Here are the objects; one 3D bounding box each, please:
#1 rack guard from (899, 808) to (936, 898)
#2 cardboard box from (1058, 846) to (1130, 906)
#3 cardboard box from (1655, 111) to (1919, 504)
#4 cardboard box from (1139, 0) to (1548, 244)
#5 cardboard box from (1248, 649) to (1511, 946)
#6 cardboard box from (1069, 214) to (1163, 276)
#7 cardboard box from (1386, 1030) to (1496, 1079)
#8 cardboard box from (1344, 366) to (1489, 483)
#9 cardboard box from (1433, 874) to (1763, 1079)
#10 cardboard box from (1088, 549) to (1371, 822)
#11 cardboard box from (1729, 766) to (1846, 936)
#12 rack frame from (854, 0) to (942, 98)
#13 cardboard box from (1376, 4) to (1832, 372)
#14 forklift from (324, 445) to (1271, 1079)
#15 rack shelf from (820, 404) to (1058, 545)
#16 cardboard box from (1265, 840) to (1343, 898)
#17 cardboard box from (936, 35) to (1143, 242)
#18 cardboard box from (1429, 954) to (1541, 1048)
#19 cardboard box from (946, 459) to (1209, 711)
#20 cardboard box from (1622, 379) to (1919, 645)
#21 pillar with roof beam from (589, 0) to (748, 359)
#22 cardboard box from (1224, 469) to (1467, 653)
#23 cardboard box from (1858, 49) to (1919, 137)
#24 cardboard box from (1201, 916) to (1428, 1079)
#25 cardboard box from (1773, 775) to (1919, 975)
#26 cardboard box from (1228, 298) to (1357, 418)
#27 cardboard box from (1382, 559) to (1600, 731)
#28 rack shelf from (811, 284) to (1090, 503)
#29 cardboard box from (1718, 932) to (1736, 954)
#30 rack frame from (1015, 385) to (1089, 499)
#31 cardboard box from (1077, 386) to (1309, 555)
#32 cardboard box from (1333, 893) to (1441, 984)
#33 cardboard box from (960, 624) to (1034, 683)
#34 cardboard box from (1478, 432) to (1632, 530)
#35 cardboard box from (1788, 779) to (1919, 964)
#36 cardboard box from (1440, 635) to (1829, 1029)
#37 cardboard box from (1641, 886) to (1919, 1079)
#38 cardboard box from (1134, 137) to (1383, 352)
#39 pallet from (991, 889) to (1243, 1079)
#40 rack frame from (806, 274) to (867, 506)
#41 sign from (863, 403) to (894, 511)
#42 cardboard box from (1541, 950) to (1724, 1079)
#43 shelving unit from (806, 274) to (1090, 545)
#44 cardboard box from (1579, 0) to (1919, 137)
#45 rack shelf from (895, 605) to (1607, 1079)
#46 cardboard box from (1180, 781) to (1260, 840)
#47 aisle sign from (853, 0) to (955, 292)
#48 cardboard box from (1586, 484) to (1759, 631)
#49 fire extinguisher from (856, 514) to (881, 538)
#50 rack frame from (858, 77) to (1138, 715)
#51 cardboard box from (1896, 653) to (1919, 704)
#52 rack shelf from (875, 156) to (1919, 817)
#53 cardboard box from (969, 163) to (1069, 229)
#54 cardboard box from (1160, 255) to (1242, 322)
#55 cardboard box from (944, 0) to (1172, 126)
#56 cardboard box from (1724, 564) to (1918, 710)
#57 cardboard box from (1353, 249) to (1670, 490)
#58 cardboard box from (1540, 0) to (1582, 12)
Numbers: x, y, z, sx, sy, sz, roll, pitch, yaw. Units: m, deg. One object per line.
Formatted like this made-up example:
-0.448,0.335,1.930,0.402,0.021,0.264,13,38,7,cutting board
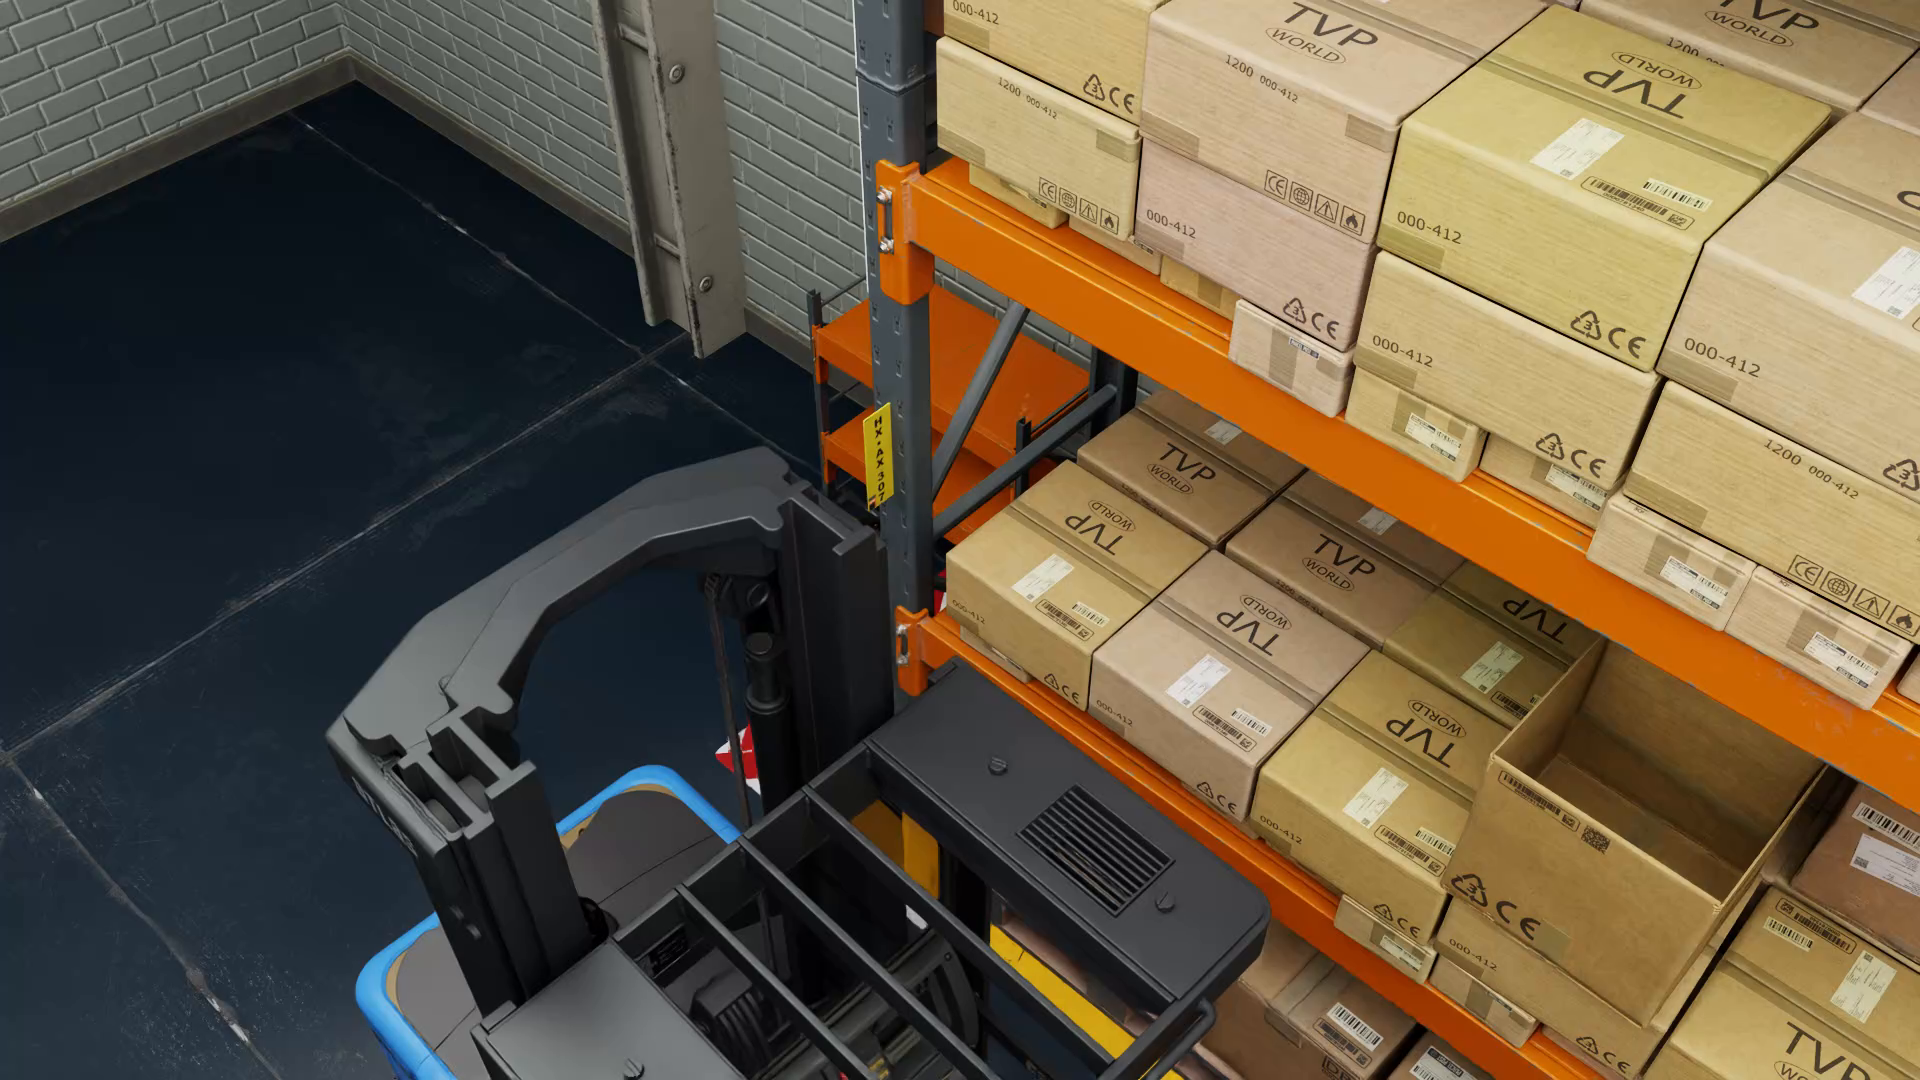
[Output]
0.217,0.686,5.763,0.348,0.500,1.175,34,55,28,rack guard
0.546,0.857,5.312,0.637,0.503,0.797,32,54,26,cardboard box
1.437,-0.352,2.521,0.500,0.250,0.500,35,56,29,cardboard box
0.678,-0.840,2.979,0.500,0.250,0.500,34,55,27,cardboard box
1.057,0.609,4.019,0.500,0.250,0.500,33,55,27,cardboard box
0.448,-0.750,3.511,0.250,0.149,0.380,35,56,28,cardboard box
1.469,1.617,4.601,0.500,0.500,0.500,35,56,28,cardboard box
0.935,-0.310,3.098,0.250,0.149,0.380,34,55,28,cardboard box
1.447,0.851,3.793,0.500,0.250,0.500,33,55,27,cardboard box
0.682,0.360,4.253,0.500,0.250,0.500,35,56,28,cardboard box
1.802,0.589,4.038,0.500,0.250,0.500,34,55,28,cardboard box
0.161,-2.260,2.700,0.127,3.000,1.000,34,55,28,rack frame
1.056,-0.599,2.753,0.500,0.250,0.500,33,55,27,cardboard box
-0.171,1.353,3.469,1.130,2.935,3.031,-36,56,-29,forklift
-0.005,-0.220,6.520,1.000,0.278,0.538,34,55,28,rack shelf
0.995,0.687,4.220,0.250,0.149,0.380,35,56,28,cardboard box
0.302,-0.918,3.396,0.500,0.250,0.500,33,55,27,cardboard box
1.337,0.971,3.953,0.250,0.149,0.380,35,56,28,cardboard box
0.312,0.111,4.487,0.500,0.250,0.500,34,56,28,cardboard box
1.453,-0.175,2.698,0.500,0.250,0.500,33,55,27,cardboard box
-4.129,-1.770,2.239,0.400,9.000,9.100,34,55,28,pillar with roof beam
1.057,0.083,4.513,0.500,0.250,0.500,34,55,28,cardboard box
1.794,-0.617,2.770,0.500,0.250,0.500,34,55,28,cardboard box
1.148,1.302,4.897,0.700,0.500,0.500,-36,56,-29,cardboard box
2.168,0.830,3.812,0.500,0.250,0.500,35,56,28,cardboard box
0.738,-0.436,3.216,0.250,0.149,0.380,35,56,28,cardboard box
1.418,0.331,4.281,0.500,0.250,0.500,36,56,29,cardboard box
-0.005,-0.588,6.129,1.000,0.278,0.538,34,55,28,rack shelf
1.876,0.807,4.107,0.250,0.149,0.380,36,56,29,cardboard box
0.369,-0.137,6.107,0.032,1.125,0.500,34,55,28,rack frame
0.679,-0.172,4.753,0.500,0.250,0.500,36,56,29,cardboard box
1.129,0.852,4.065,0.250,0.149,0.380,32,55,27,cardboard box
0.216,0.189,4.688,0.250,0.149,0.380,34,55,27,cardboard box
1.159,-0.221,3.014,0.250,0.149,0.380,33,55,27,cardboard box
2.186,0.585,3.528,0.500,0.500,0.500,32,55,27,cardboard box
1.414,0.596,3.517,0.500,0.500,0.500,35,56,28,cardboard box
1.825,1.106,3.553,0.500,0.250,0.500,34,55,27,cardboard box
0.689,-0.678,3.170,0.500,0.250,0.500,35,56,28,cardboard box
0.803,1.179,5.499,1.213,0.211,1.003,34,55,28,pallet
-0.380,-0.638,6.578,0.032,1.125,0.500,34,55,28,rack frame
-0.207,-0.213,4.298,0.005,0.325,0.100,34,55,28,sign
1.573,1.062,3.868,0.250,0.149,0.380,34,55,28,cardboard box
-0.005,-0.387,6.342,1.048,1.125,0.538,34,55,28,shelving unit
1.444,-0.878,3.015,0.500,0.250,0.500,34,56,28,cardboard box
1.631,1.028,4.221,4.000,0.370,1.077,34,55,28,rack shelf
0.796,0.559,4.340,0.250,0.149,0.380,36,56,29,cardboard box
-0.088,-0.973,3.823,0.004,0.787,0.394,34,55,28,aisle sign
1.298,-0.056,2.859,0.250,0.149,0.380,34,55,28,cardboard box
-0.261,0.122,4.887,0.183,0.674,0.296,34,55,28,fire extinguisher
0.161,-0.207,4.887,0.127,3.000,1.000,34,55,28,rack frame
1.723,0.157,2.659,0.250,0.149,0.380,34,56,28,cardboard box
1.631,0.001,3.127,4.000,0.370,1.077,34,55,28,rack shelf
0.237,-0.866,3.620,0.250,0.149,0.380,35,56,28,cardboard box
0.625,-0.614,3.384,0.250,0.149,0.380,34,56,28,cardboard box
0.317,-1.101,3.225,0.500,0.250,0.500,33,55,27,cardboard box
1.484,0.065,2.746,0.250,0.149,0.380,35,56,28,cardboard box
1.057,-0.418,2.927,0.500,0.250,0.500,32,55,27,cardboard box
1.059,-1.128,3.249,0.500,0.250,0.500,32,55,27,cardboard box
